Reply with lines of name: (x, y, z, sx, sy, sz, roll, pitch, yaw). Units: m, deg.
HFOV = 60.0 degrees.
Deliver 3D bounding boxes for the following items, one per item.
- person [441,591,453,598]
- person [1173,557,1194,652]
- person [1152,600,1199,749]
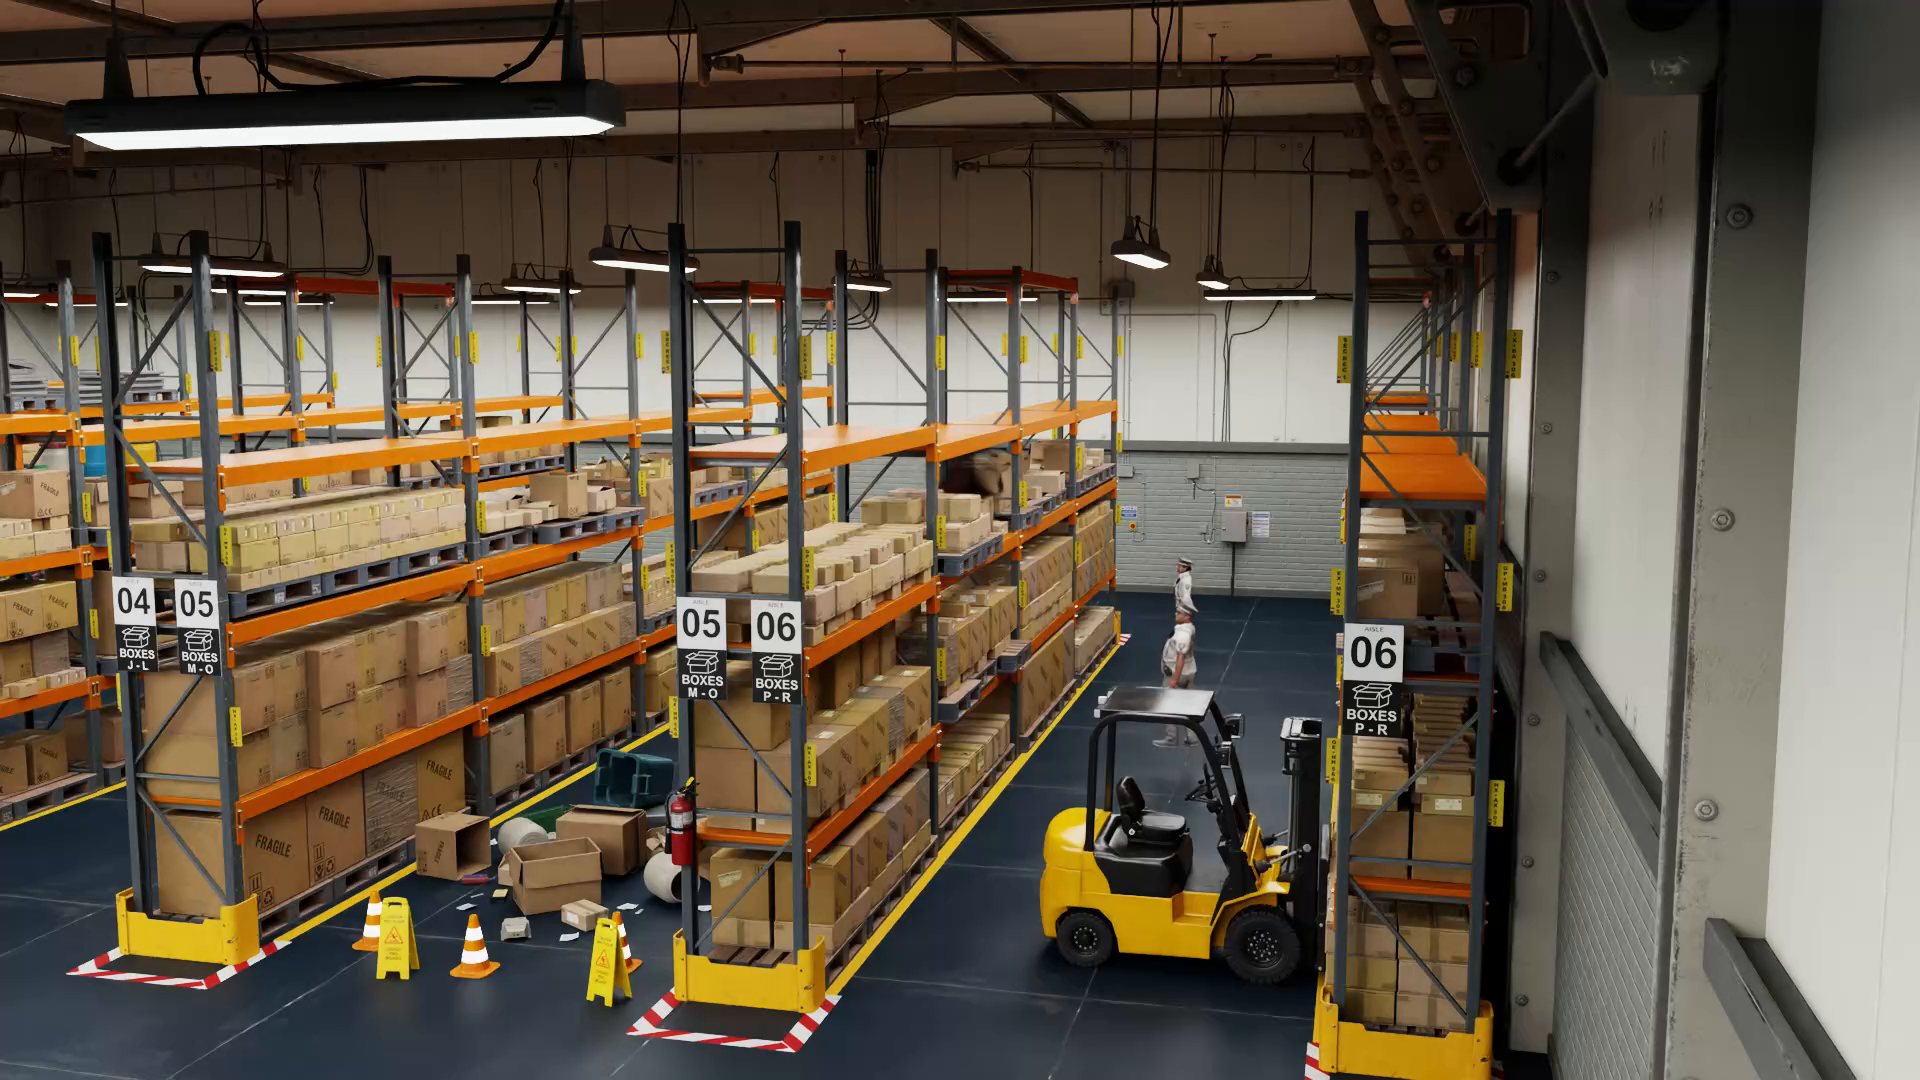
person: (-7.299, 1.504, 23.829, 0.384, 1.529, 0.870, 2, 7, 16)
person: (3.554, 1.107, 26.436, 0.331, 1.691, 0.551, 1, 7, 6)
person: (2.596, 1.590, 19.778, 0.477, 1.775, 0.586, 5, 9, 37)
